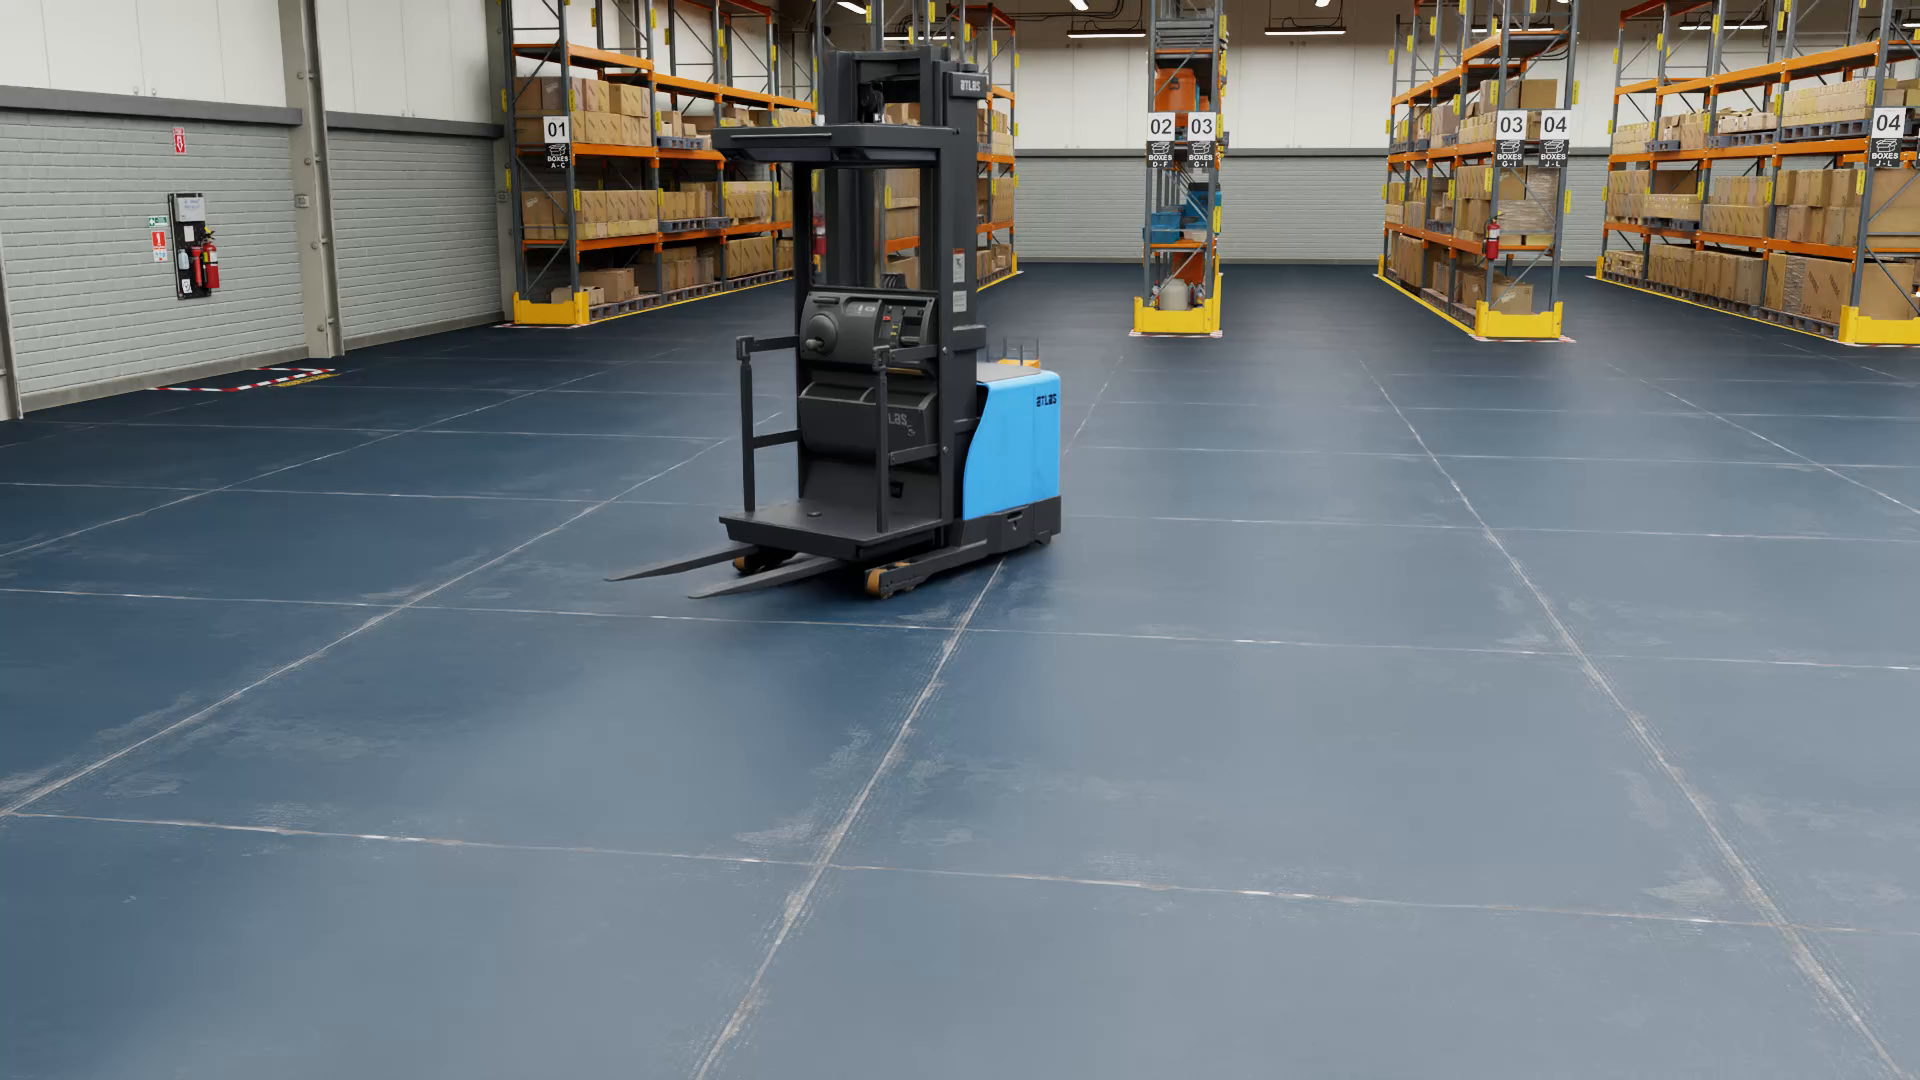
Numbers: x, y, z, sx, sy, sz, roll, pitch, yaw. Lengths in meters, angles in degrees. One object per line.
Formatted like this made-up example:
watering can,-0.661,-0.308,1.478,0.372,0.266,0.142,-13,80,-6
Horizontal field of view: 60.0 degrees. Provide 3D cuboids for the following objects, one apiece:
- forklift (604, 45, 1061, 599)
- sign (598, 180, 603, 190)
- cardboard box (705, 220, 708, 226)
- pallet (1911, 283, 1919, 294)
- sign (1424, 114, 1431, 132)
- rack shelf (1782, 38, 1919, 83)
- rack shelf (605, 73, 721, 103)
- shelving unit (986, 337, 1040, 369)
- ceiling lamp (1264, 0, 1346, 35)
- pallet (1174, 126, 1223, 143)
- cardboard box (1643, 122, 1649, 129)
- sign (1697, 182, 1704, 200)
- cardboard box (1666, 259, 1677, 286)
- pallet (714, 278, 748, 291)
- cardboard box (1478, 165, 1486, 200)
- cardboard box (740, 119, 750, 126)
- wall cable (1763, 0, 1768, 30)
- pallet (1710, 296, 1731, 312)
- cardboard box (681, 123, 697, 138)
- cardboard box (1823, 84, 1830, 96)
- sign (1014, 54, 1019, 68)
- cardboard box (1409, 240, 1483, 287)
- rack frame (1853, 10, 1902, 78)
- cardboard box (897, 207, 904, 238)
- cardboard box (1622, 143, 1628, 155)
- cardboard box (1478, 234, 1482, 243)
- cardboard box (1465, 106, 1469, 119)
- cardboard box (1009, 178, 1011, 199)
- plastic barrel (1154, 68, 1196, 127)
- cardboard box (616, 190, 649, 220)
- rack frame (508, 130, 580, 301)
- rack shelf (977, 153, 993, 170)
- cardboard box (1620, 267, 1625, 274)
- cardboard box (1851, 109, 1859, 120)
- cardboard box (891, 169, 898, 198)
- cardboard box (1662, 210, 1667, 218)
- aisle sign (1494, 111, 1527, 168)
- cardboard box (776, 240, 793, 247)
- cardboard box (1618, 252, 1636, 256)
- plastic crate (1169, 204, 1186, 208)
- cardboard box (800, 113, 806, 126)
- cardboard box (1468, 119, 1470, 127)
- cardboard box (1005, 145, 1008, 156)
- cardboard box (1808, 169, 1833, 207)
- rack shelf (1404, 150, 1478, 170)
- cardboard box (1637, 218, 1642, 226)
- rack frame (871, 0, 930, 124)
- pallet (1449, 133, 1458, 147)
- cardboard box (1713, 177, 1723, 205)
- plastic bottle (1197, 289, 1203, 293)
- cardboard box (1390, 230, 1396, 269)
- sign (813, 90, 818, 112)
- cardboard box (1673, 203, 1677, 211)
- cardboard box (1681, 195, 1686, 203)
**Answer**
forklift,-0.655,-1.230,9.243,1.130,2.935,3.031,9,15,36
sign,-6.471,-6.334,30.017,0.100,0.325,0.005,2,12,9
cardboard box,-5.028,-6.532,34.231,0.380,0.149,0.250,2,12,8
pallet,19.739,-5.088,33.600,1.003,0.211,1.213,2,12,9
sign,8.829,-7.880,31.402,0.100,0.325,0.005,2,12,9
rack shelf,13.339,-7.057,24.536,1.077,0.370,4.000,2,12,9
rack shelf,-5.615,-8.553,31.477,1.077,0.370,4.000,2,12,9
shelving unit,0.345,-0.701,10.897,0.258,1.200,0.503,3,13,14
ceiling lamp,8.614,-14.191,41.128,2.000,3.185,0.800,2,12,9
pallet,3.475,-6.141,25.195,1.003,0.211,1.213,2,12,9
cardboard box,14.681,-8.767,35.157,0.380,0.149,0.250,2,12,9
sign,13.724,-6.463,30.805,0.100,0.325,0.005,2,12,9
cardboard box,14.253,-5.268,32.754,0.500,0.500,0.500,1,12,6
pallet,-5.112,-5.382,34.967,1.003,0.211,1.213,2,12,9
cardboard box,8.057,-5.347,24.867,0.500,0.500,0.500,2,12,9
cardboard box,-4.958,-8.849,36.033,0.700,0.500,0.500,2,12,8
wall cable,19.465,-14.555,42.429,2.355,3.000,0.029,2,12,9
pallet,13.876,-4.143,29.214,1.003,0.211,1.213,2,12,9
cardboard box,-5.598,-7.844,32.356,0.797,0.503,0.637,4,13,17
cardboard box,12.982,-6.641,24.540,0.380,0.149,0.250,2,12,9
sign,1.364,-11.534,40.059,0.100,0.325,0.005,2,12,9
cardboard box,9.503,-5.412,32.532,1.225,0.875,0.875,1,12,6
rack frame,20.398,-10.379,37.294,1.000,3.000,0.127,2,12,9
cardboard box,-1.322,-5.227,27.389,0.700,0.500,0.500,2,12,10
cardboard box,15.018,-8.677,36.870,0.500,0.250,0.500,1,12,7
cardboard box,8.161,-4.641,25.504,0.380,0.149,0.250,2,12,9
cardboard box,9.075,-7.283,28.804,0.797,0.503,0.637,2,12,11
cardboard box,0.945,-8.420,39.834,0.500,0.500,0.500,2,12,10
plastic barrel,3.201,-6.584,24.789,0.600,0.830,0.708,2,12,9
cardboard box,-5.761,-5.842,29.008,0.500,0.500,0.500,2,12,8
rack frame,-6.538,-4.918,26.196,1.000,3.000,0.127,2,12,9
rack shelf,-0.104,-7.955,34.874,1.077,0.370,4.000,2,12,9
cardboard box,14.870,-5.976,36.875,0.380,0.149,0.250,2,12,9
cardboard box,12.787,-5.986,23.389,0.380,0.149,0.250,2,12,9
cardboard box,-1.397,-5.764,26.803,0.700,0.500,0.500,2,12,9
cardboard box,14.124,-6.444,32.875,0.380,0.149,0.250,1,12,6
aisle sign,7.840,-5.705,23.673,0.394,0.787,0.004,2,12,9
cardboard box,-4.163,-7.043,39.452,0.380,0.149,0.250,2,12,7
cardboard box,14.978,-6.369,37.285,0.380,0.149,0.250,2,12,11
plastic crate,4.832,-7.225,36.795,0.392,0.384,0.575,2,12,9
cardboard box,-4.008,-9.998,39.987,0.500,0.500,0.500,2,12,10
cardboard box,8.370,-6.686,26.688,0.380,0.149,0.250,2,12,9
cardboard box,0.848,-9.159,39.107,0.500,0.250,0.500,2,12,9
cardboard box,13.293,-5.277,24.938,0.875,0.550,0.500,2,12,9
rack shelf,9.684,-7.633,33.381,1.077,0.370,4.000,2,12,9
cardboard box,14.621,-6.755,35.312,0.380,0.149,0.250,2,12,7
rack frame,-1.027,-8.524,28.686,1.000,3.000,0.127,2,12,9
pallet,8.961,-6.769,28.109,1.213,0.211,1.003,2,12,9
cardboard box,14.182,-6.365,30.298,0.700,0.500,0.500,2,12,8
plastic bottle,3.938,-3.980,27.275,0.097,0.271,0.097,0,12,0
cardboard box,10.587,-6.798,38.966,0.875,0.875,0.875,2,12,9
sign,-2.176,-6.640,25.149,0.100,0.325,0.005,2,12,9
cardboard box,14.004,-6.429,32.096,0.380,0.149,0.250,2,12,9
cardboard box,13.925,-6.463,31.550,0.380,0.149,0.250,2,12,8
